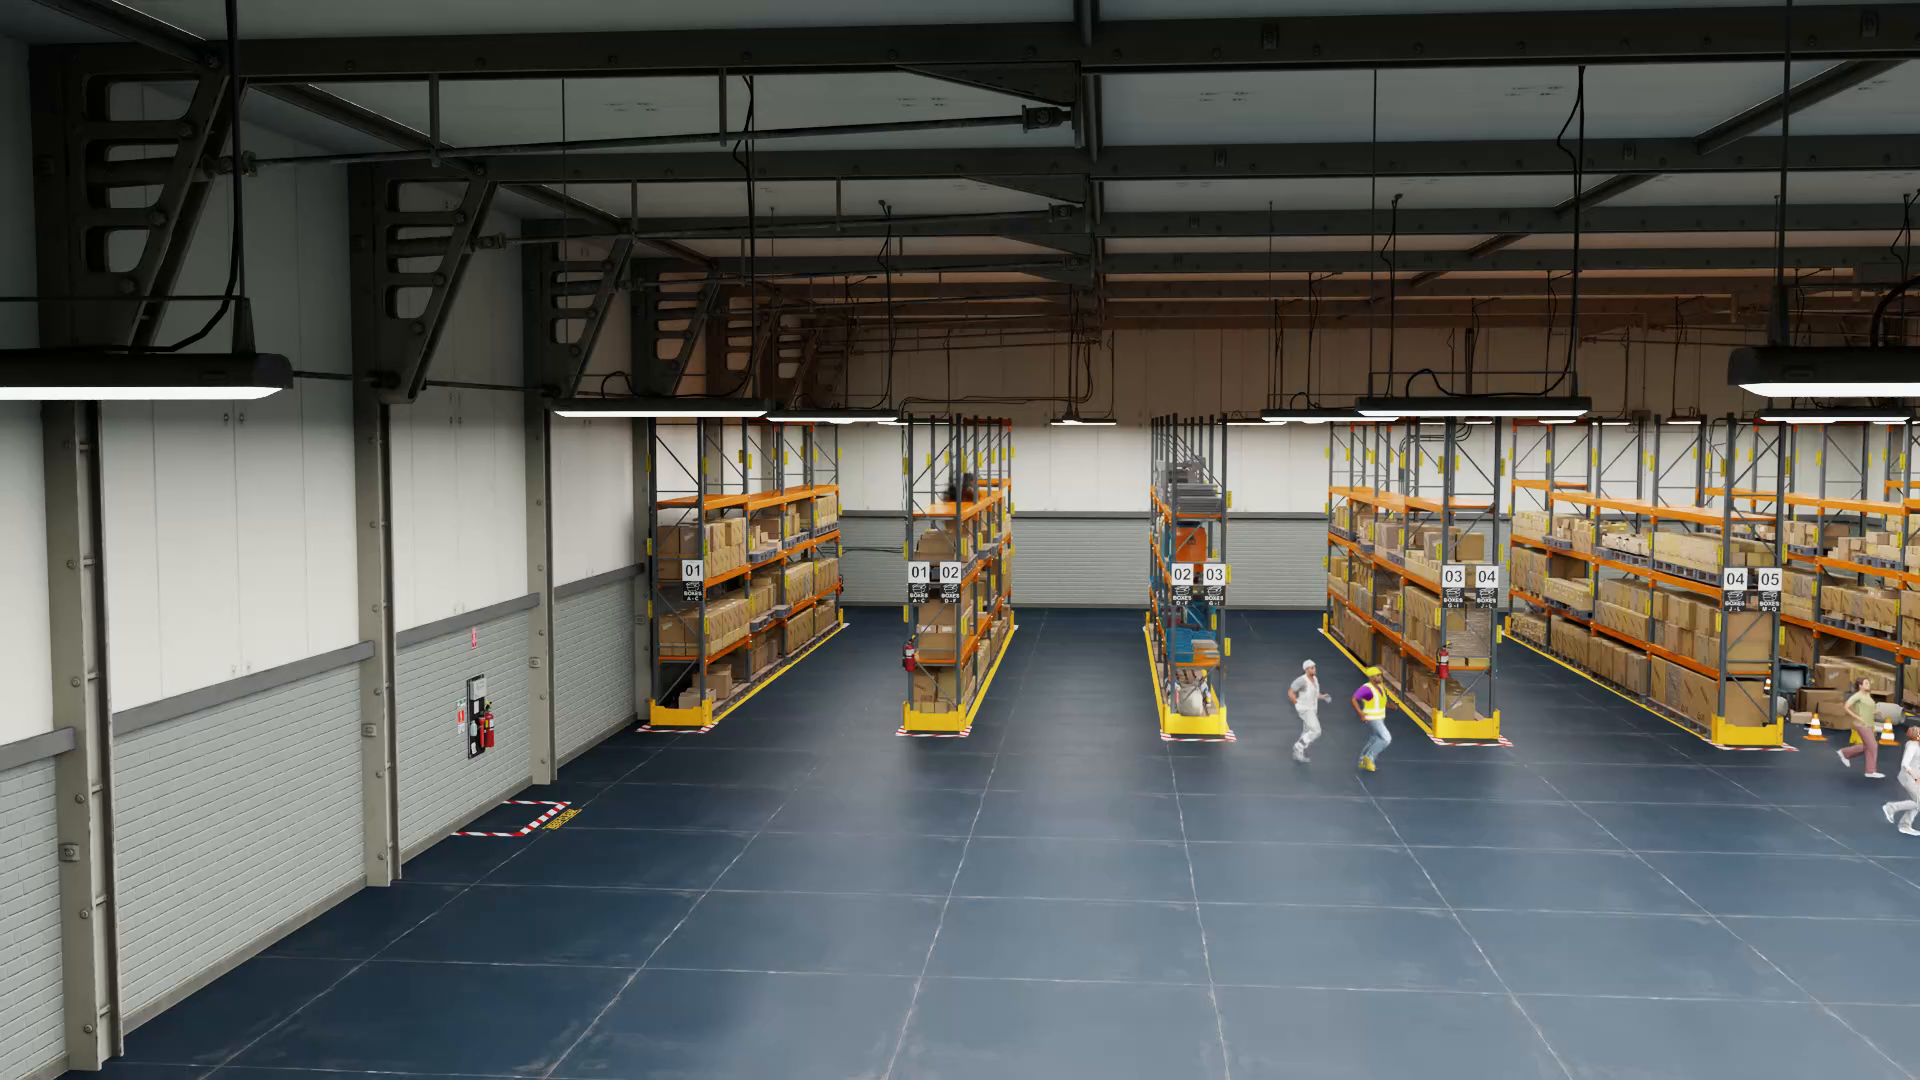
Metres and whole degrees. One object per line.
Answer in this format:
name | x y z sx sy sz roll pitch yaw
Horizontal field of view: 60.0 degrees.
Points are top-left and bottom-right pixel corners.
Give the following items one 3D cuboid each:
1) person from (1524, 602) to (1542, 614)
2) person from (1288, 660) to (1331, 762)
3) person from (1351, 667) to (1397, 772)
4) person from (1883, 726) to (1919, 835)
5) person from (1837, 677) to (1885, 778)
person | 16.326 1.647 47.352 1.024 1.741 0.658 1 4 9
person | 6.011 2.923 28.432 0.612 1.748 0.630 3 5 39
person | 6.925 2.981 27.638 0.667 1.740 0.684 3 5 35
person | 13.351 3.382 23.439 0.576 1.553 0.520 2 4 30
person | 14.834 3.063 27.372 0.589 1.629 0.802 -3 5 -35
